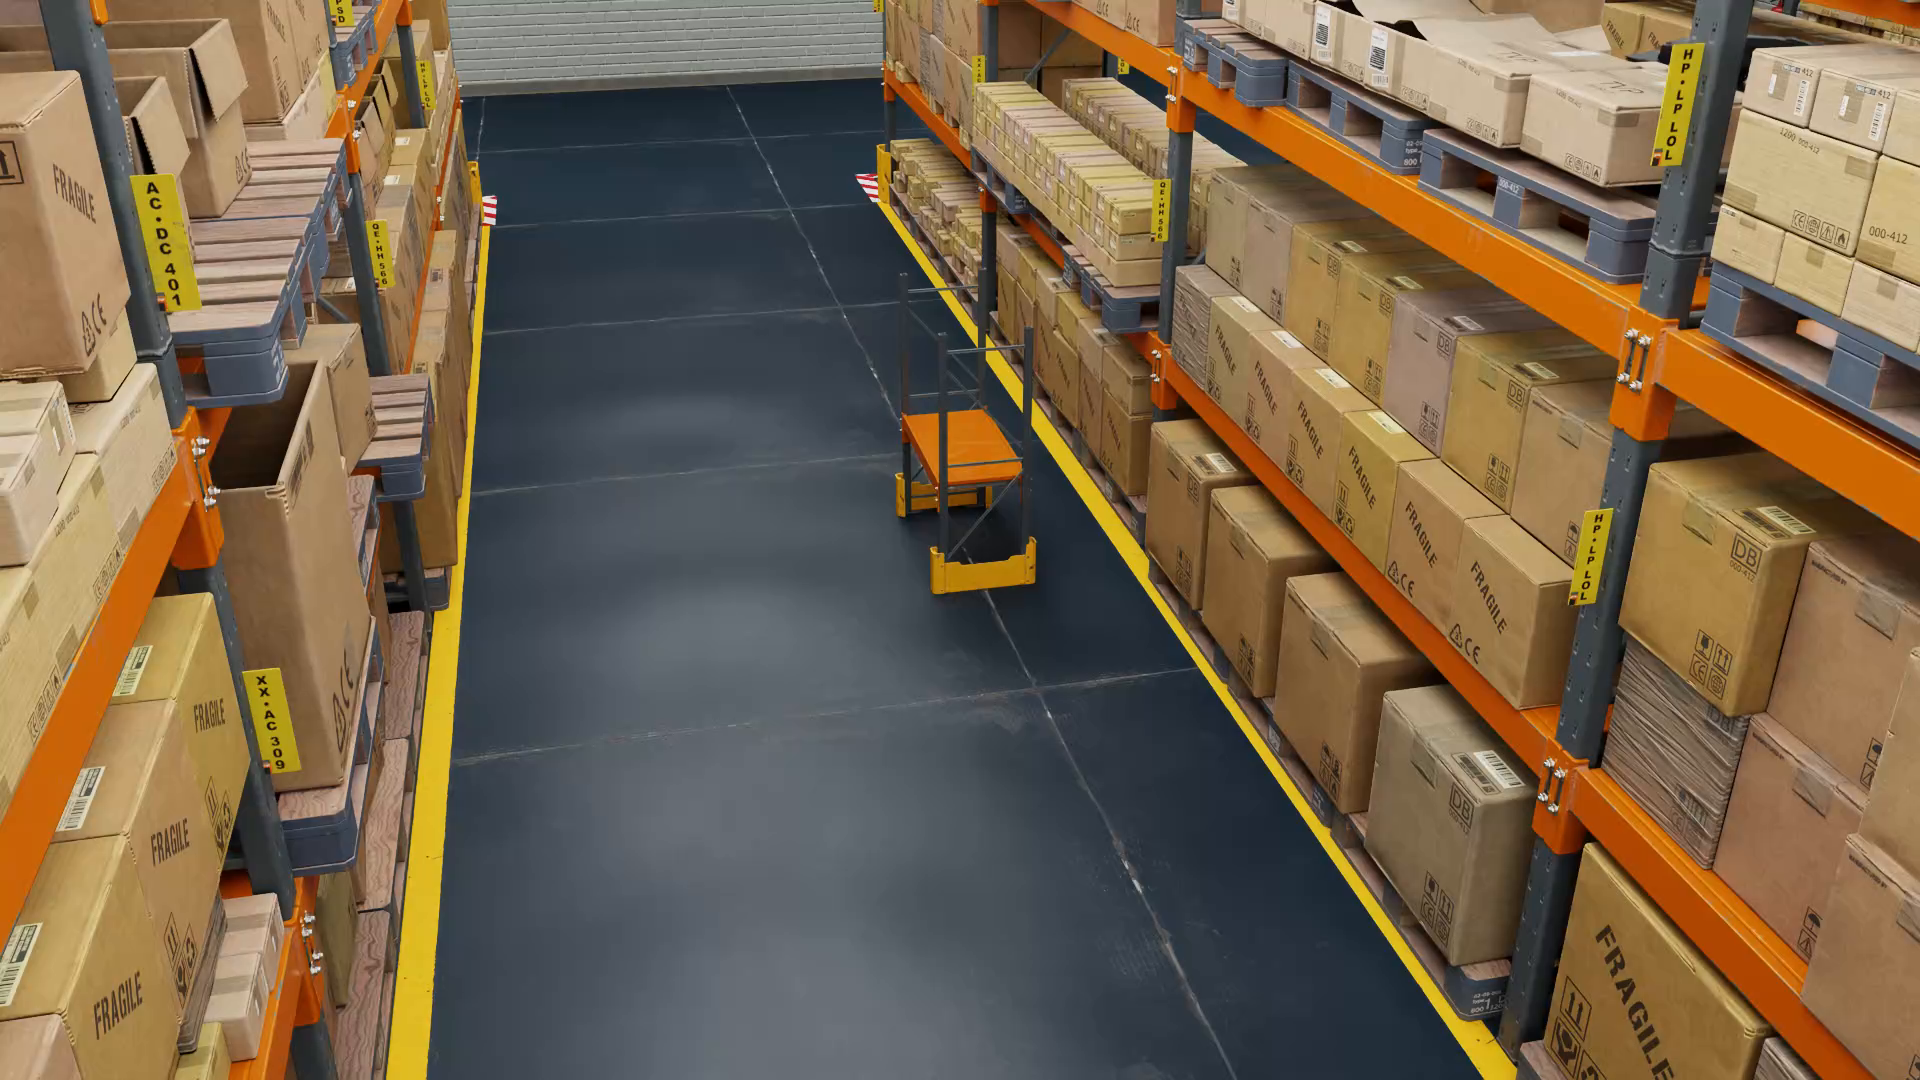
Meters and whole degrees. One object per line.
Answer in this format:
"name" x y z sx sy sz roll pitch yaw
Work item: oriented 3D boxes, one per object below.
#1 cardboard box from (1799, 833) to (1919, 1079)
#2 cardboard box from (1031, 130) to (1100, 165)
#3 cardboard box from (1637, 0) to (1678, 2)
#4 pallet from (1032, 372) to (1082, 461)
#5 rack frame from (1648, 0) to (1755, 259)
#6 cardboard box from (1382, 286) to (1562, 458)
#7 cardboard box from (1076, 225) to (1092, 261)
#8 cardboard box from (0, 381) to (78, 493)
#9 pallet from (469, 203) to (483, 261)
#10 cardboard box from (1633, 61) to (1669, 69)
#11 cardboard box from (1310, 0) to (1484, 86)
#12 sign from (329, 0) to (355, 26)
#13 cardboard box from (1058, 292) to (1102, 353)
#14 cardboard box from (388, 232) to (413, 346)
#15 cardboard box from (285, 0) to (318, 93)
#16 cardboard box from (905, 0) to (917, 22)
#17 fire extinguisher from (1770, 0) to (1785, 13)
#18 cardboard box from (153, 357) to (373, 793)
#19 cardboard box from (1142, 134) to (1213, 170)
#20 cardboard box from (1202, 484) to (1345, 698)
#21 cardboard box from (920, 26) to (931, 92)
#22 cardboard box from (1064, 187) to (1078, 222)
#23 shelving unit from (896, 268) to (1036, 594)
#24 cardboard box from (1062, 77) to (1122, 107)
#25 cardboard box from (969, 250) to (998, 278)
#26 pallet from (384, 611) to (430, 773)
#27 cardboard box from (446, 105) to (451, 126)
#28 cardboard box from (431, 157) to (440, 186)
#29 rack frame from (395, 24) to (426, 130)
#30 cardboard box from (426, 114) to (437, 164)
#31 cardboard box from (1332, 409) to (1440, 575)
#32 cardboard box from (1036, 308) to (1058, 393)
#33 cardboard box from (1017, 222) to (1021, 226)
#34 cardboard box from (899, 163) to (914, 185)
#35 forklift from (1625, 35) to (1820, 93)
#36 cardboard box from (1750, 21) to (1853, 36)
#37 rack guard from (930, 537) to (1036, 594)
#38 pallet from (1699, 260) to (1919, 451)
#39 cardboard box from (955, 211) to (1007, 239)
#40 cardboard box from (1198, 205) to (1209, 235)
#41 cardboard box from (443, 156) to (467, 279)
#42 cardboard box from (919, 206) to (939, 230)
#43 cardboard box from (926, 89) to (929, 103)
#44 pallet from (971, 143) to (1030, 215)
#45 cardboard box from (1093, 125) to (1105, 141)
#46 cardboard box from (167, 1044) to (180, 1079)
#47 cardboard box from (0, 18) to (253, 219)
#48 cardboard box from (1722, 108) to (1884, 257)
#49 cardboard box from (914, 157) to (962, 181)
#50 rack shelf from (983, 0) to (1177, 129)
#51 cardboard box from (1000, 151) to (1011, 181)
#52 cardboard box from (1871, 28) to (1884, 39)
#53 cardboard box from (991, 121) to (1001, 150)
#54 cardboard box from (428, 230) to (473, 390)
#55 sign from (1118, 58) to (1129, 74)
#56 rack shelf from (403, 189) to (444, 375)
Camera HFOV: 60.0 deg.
"cardboard box" 2.717 1.059 4.157 0.875 0.550 0.550 -6 27 -12
"cardboard box" 0.663 -2.471 10.469 0.380 0.149 0.250 -5 27 -10
"cardboard box" 5.594 -4.307 13.734 0.500 0.500 0.500 -6 27 -11
"pallet" 1.121 -0.912 11.323 1.003 0.211 1.213 -6 27 -12
"rack frame" 2.469 -2.201 4.125 1.000 3.000 0.127 -6 27 -12
"cardboard box" 2.120 -0.679 6.546 0.700 0.500 0.500 -6 27 -11
"cardboard box" 0.896 -1.747 9.694 0.380 0.149 0.250 -5 27 -11
"cardboard box" -1.920 -0.173 3.159 0.380 0.149 0.250 -7 28 -14
"pallet" -4.834 -2.744 14.952 1.003 0.211 1.213 -6 27 -12
"cardboard box" 2.406 -1.624 6.011 0.380 0.149 0.250 -6 27 -12
"cardboard box" 1.745 -2.025 6.626 0.500 0.311 0.500 -6 27 -13
"sign" -2.759 -2.444 7.361 0.100 0.325 0.005 -6 27 -12
"cardboard box" 0.934 -1.405 10.680 0.500 0.250 0.500 -5 27 -10
"cardboard box" -3.251 -1.332 8.949 0.500 0.500 0.500 -7 28 -13
"cardboard box" -2.810 -2.019 6.426 0.500 0.500 0.500 -6 27 -12
"cardboard box" -0.178 -4.740 14.260 0.500 0.500 0.500 -7 28 -13
"fire extinguisher" 8.916 -5.661 18.136 0.296 0.674 0.183 -6 27 -12
"cardboard box" -2.429 0.118 5.056 1.000 1.000 1.000 -6 27 -11
"cardboard box" 1.354 -2.420 10.367 0.380 0.149 0.250 -5 27 -10
"cardboard box" 1.817 0.197 8.060 1.050 0.750 0.750 -6 27 -11
"cardboard box" -0.039 -4.072 14.047 0.500 0.500 0.500 -7 28 -13
"cardboard box" 0.833 -2.000 9.867 0.380 0.149 0.250 -6 27 -11
"shelving unit" 0.017 -0.636 9.346 0.587 1.500 1.083 -6 27 -12
"cardboard box" 0.947 -3.220 11.953 0.380 0.149 0.250 -5 27 -9
"cardboard box" 0.285 -2.189 13.125 0.380 0.149 0.250 -5 27 -11
"pallet" -3.113 0.768 7.994 1.003 0.211 1.213 -6 27 -12
"cardboard box" -4.345 -3.426 13.487 0.380 0.149 0.250 -5 27 -11
"cardboard box" -3.932 -2.627 11.906 0.380 0.149 0.250 -6 27 -11
"rack frame" -4.189 -2.576 11.525 1.000 3.000 0.127 -6 27 -12
"cardboard box" -4.040 -2.875 11.953 0.500 0.250 0.500 -6 27 -13
"cardboard box" 1.863 -0.214 6.733 0.500 0.500 0.500 -6 27 -11
"cardboard box" 0.826 -1.295 11.295 0.500 0.500 0.500 -5 27 -11
"cardboard box" 0.681 -2.621 13.651 0.380 0.149 0.250 -6 27 -12
"cardboard box" -0.361 -3.457 15.638 0.380 0.149 0.250 -6 27 -12
"forklift" 3.834 -0.873 8.228 1.130 2.935 3.031 -7 28 -14
"cardboard box" 6.030 -3.452 12.039 0.500 0.500 0.500 -5 27 -10
"rack guard" 0.129 0.141 9.194 0.587 0.250 0.087 -6 27 -12
"pallet" 2.643 -0.463 4.107 1.003 0.211 1.213 -6 27 -12
"cardboard box" 0.173 -2.562 13.535 0.380 0.149 0.250 -6 27 -12
"cardboard box" 1.591 -1.839 9.547 0.380 0.149 0.250 -5 27 -9
"cardboard box" -4.463 -2.508 13.282 0.875 0.875 0.875 -6 27 -12
"cardboard box" -0.155 -2.885 14.834 0.380 0.149 0.250 -7 28 -14
"cardboard box" -0.081 -3.824 14.276 0.380 0.149 0.250 -5 27 -10
"pallet" 0.696 -2.599 11.784 1.003 0.211 1.213 -6 27 -12
"cardboard box" 1.128 -2.744 11.341 0.380 0.149 0.250 -7 28 -13
"cardboard box" -2.267 1.185 3.631 0.875 0.500 0.500 -6 27 -12
"cardboard box" -2.609 -1.267 5.021 0.797 0.503 0.637 -5 27 -9
"cardboard box" 2.306 -0.917 4.169 0.500 0.250 0.500 -6 27 -11
"cardboard box" -0.201 -3.374 15.144 0.380 0.149 0.250 -7 28 -14
"rack shelf" 1.117 -3.175 10.181 1.077 0.370 4.000 -6 27 -12
"cardboard box" 0.483 -2.549 11.285 0.380 0.149 0.250 -6 27 -11
"cardboard box" 9.464 -5.108 16.819 0.380 0.149 0.250 -6 27 -11
"cardboard box" 0.425 -2.797 11.445 0.380 0.149 0.250 -5 27 -10
"cardboard box" -4.026 -1.536 11.356 1.225 0.875 0.875 -6 27 -11
"sign" 1.206 -3.610 12.289 0.100 0.325 0.005 -6 27 -12
"rack shelf" -3.739 -1.377 9.947 1.077 0.370 4.000 -6 27 -12
